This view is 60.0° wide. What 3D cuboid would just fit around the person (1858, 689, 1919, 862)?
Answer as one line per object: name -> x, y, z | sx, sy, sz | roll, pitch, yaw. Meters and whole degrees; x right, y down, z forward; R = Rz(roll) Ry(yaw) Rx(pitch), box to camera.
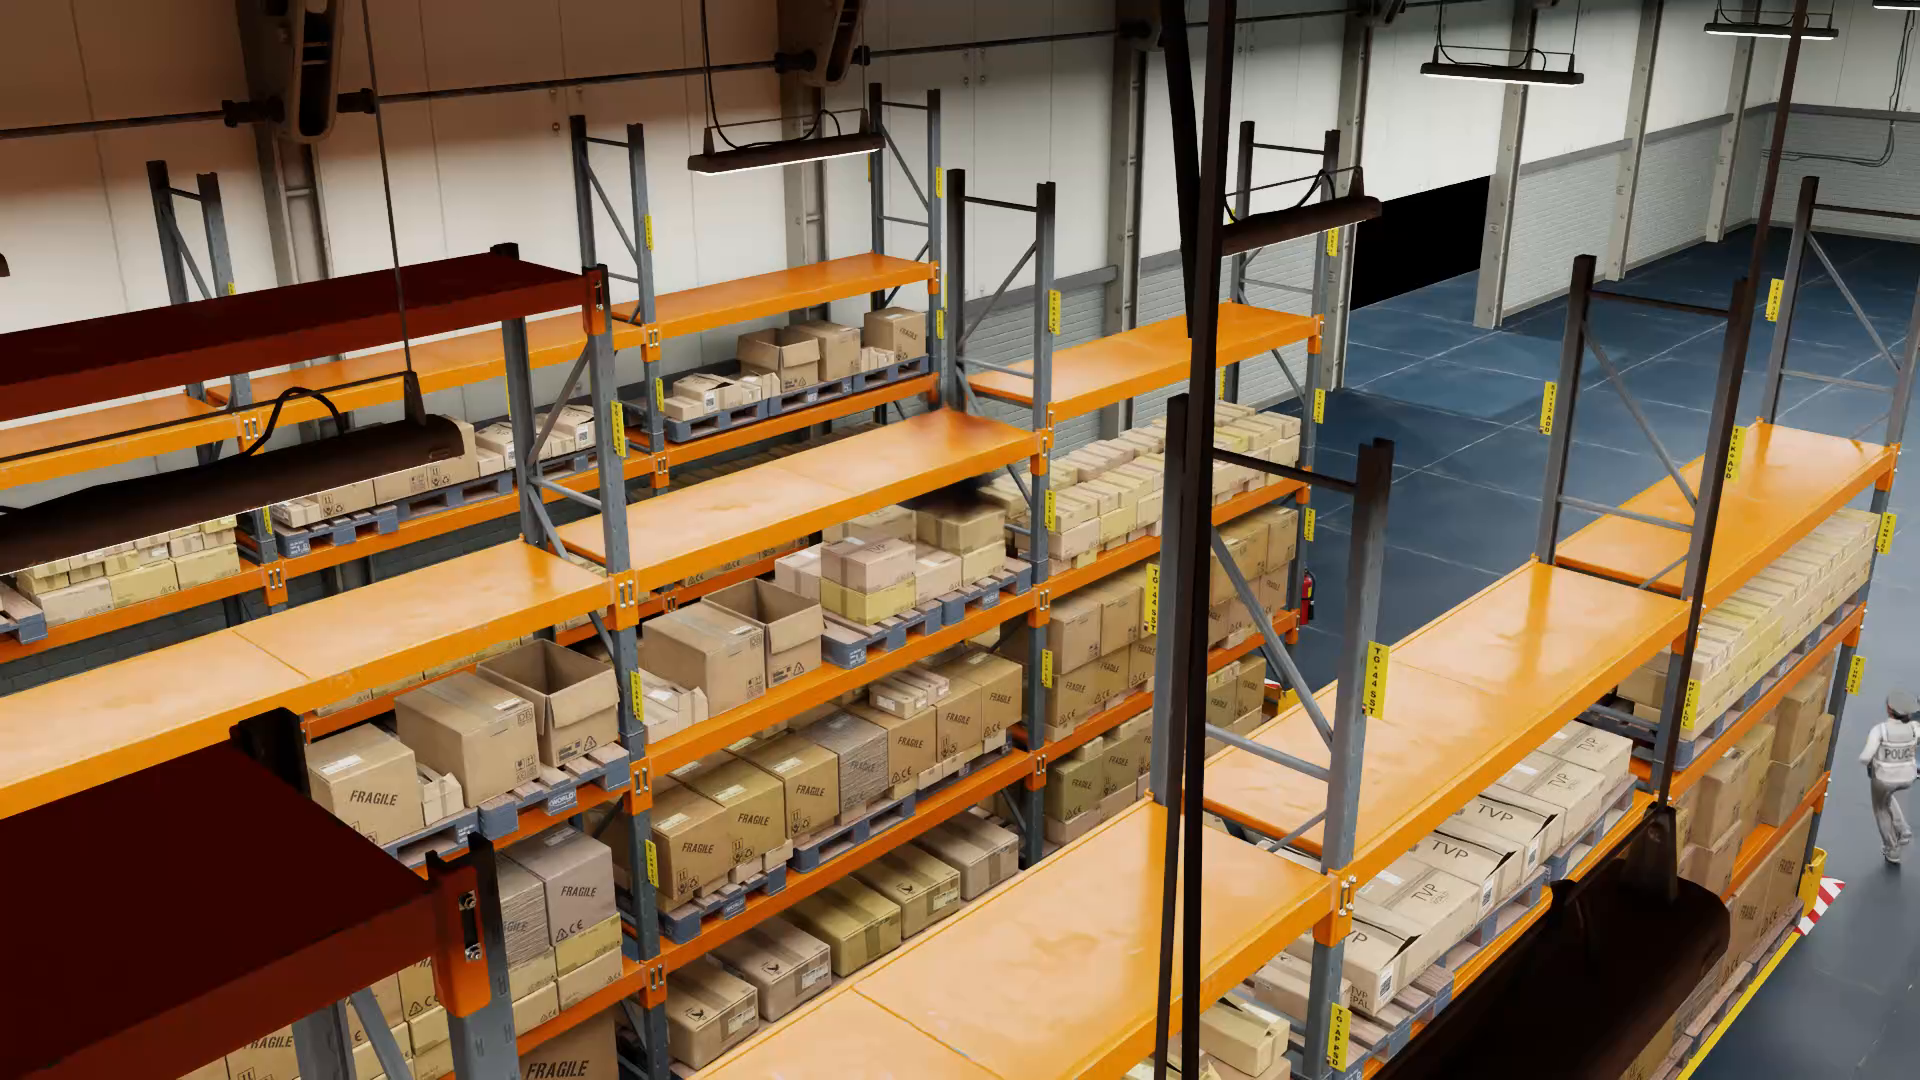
person -> 8.106, 2.032, 14.554 | 0.621, 1.620, 0.506 | -1, 21, -1
